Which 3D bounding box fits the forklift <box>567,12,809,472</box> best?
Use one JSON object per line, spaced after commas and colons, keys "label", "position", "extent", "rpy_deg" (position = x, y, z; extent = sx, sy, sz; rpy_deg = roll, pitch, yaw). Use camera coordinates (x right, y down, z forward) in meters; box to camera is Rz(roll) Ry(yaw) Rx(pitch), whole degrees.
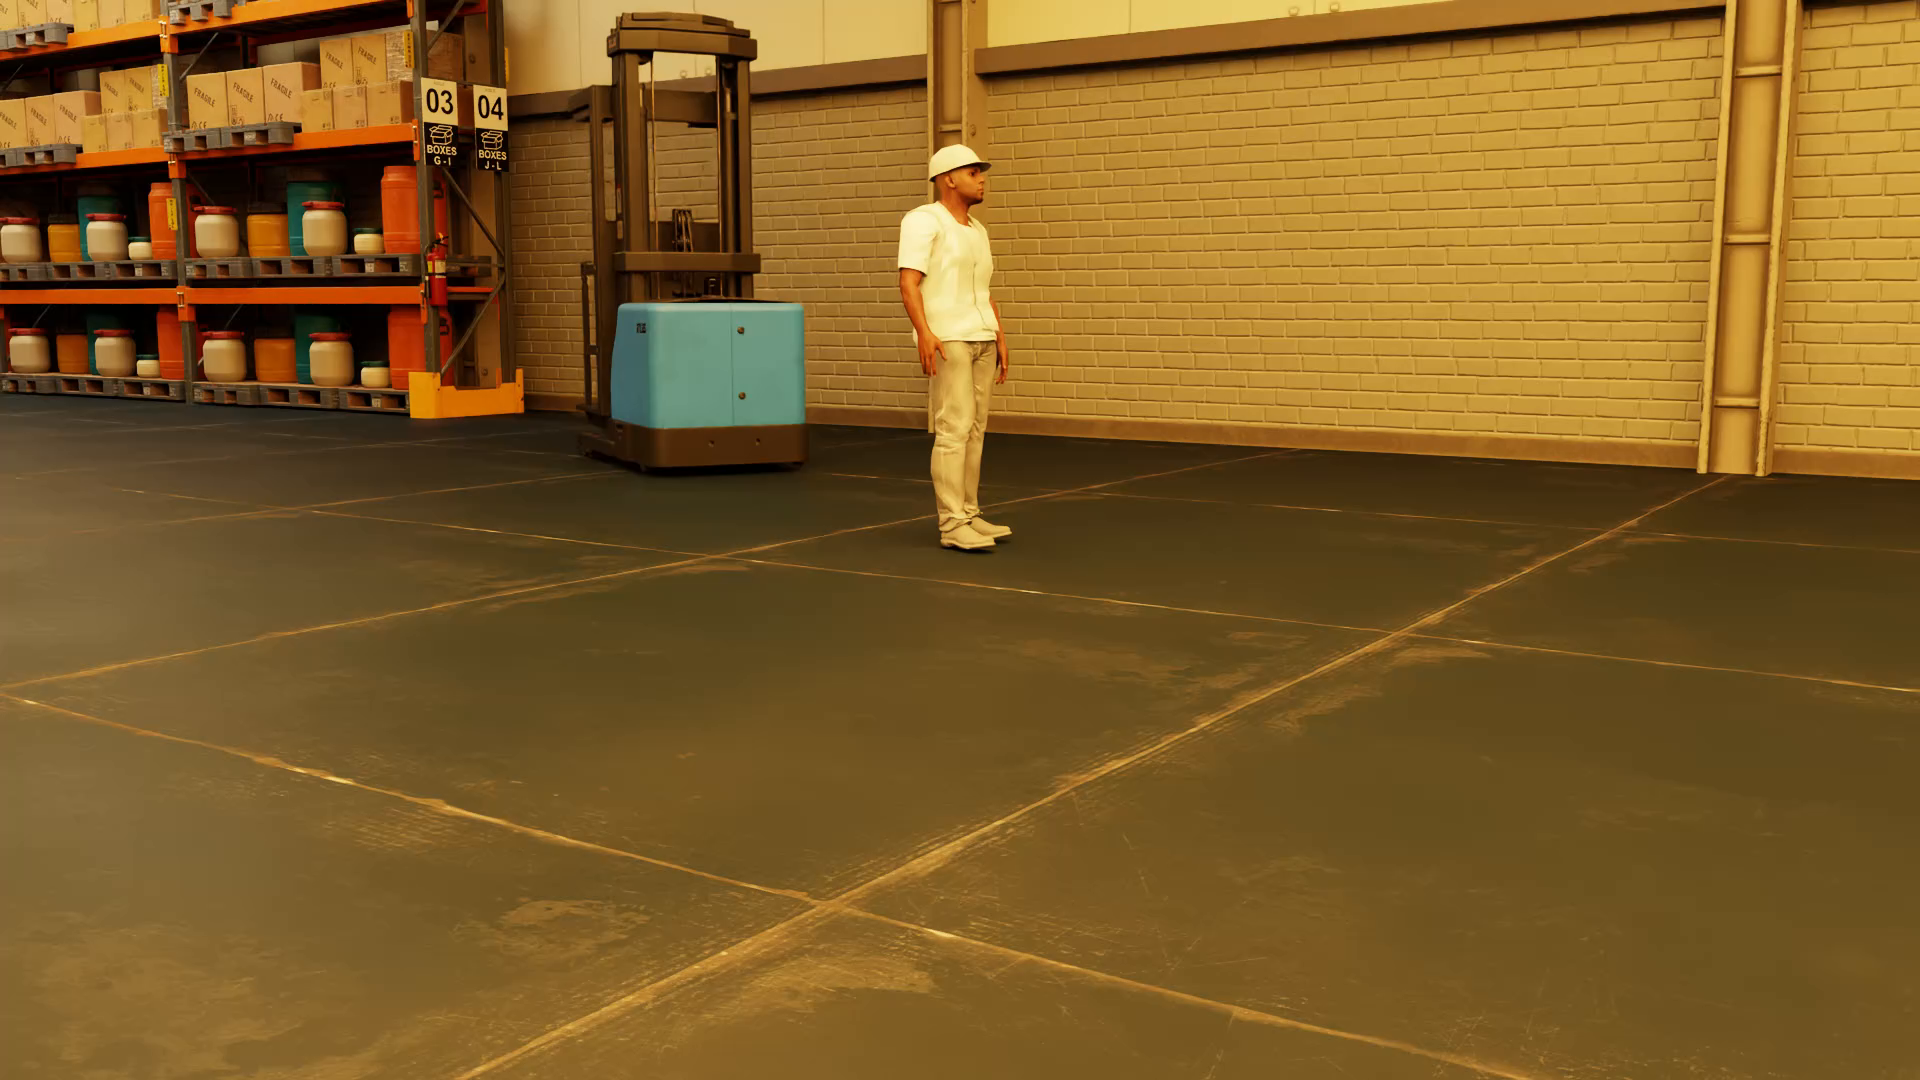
{"label": "forklift", "position": [-2.063, -2.044, 11.566], "extent": [1.130, 2.935, 3.031], "rpy_deg": [-4, 9, -25]}

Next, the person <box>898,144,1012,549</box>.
{"label": "person", "position": [0.054, -0.876, 7.435], "extent": [0.577, 1.765, 0.665], "rpy_deg": [5, 10, 34]}
